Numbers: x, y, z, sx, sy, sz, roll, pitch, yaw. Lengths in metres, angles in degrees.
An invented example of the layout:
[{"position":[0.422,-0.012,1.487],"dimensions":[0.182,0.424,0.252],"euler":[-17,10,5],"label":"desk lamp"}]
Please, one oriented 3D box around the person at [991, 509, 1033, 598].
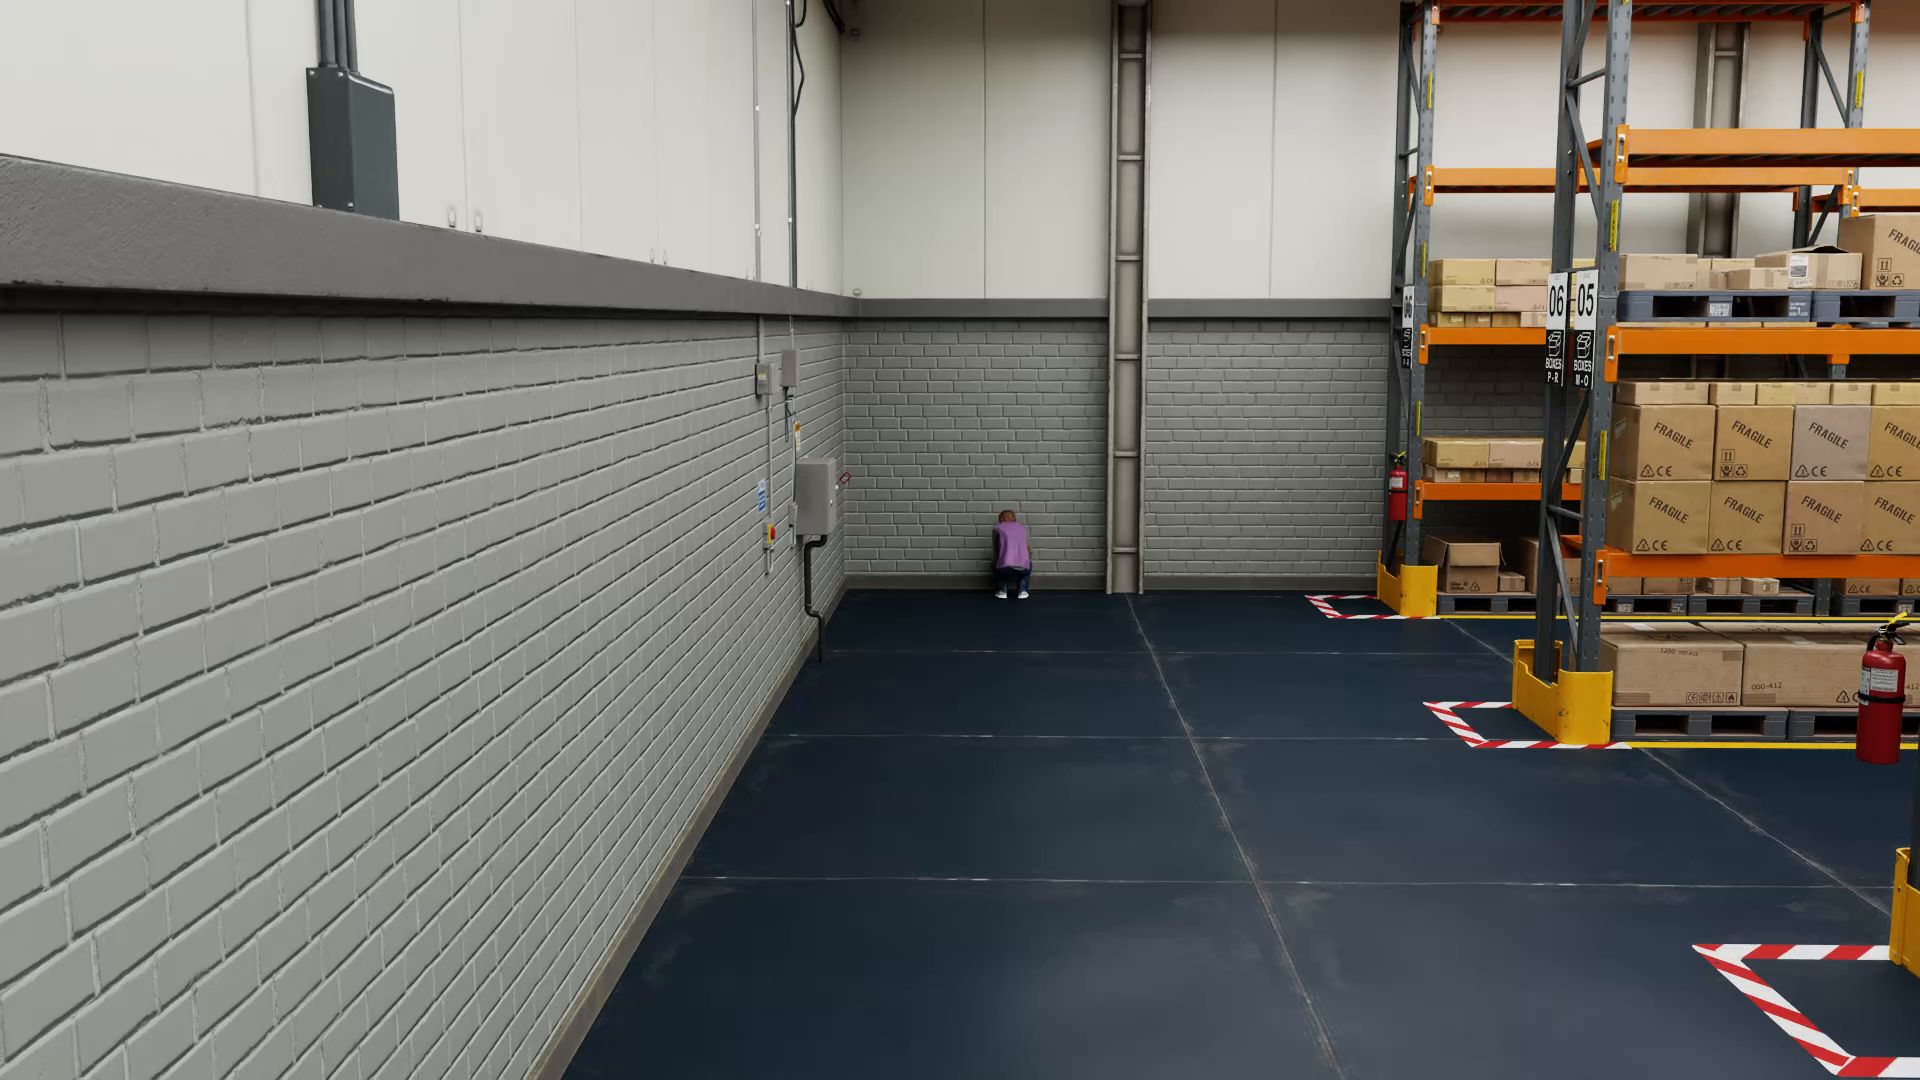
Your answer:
[{"position":[0.547,0.155,17.432],"dimensions":[0.450,0.883,0.805],"euler":[0,7,1],"label":"person"}]
